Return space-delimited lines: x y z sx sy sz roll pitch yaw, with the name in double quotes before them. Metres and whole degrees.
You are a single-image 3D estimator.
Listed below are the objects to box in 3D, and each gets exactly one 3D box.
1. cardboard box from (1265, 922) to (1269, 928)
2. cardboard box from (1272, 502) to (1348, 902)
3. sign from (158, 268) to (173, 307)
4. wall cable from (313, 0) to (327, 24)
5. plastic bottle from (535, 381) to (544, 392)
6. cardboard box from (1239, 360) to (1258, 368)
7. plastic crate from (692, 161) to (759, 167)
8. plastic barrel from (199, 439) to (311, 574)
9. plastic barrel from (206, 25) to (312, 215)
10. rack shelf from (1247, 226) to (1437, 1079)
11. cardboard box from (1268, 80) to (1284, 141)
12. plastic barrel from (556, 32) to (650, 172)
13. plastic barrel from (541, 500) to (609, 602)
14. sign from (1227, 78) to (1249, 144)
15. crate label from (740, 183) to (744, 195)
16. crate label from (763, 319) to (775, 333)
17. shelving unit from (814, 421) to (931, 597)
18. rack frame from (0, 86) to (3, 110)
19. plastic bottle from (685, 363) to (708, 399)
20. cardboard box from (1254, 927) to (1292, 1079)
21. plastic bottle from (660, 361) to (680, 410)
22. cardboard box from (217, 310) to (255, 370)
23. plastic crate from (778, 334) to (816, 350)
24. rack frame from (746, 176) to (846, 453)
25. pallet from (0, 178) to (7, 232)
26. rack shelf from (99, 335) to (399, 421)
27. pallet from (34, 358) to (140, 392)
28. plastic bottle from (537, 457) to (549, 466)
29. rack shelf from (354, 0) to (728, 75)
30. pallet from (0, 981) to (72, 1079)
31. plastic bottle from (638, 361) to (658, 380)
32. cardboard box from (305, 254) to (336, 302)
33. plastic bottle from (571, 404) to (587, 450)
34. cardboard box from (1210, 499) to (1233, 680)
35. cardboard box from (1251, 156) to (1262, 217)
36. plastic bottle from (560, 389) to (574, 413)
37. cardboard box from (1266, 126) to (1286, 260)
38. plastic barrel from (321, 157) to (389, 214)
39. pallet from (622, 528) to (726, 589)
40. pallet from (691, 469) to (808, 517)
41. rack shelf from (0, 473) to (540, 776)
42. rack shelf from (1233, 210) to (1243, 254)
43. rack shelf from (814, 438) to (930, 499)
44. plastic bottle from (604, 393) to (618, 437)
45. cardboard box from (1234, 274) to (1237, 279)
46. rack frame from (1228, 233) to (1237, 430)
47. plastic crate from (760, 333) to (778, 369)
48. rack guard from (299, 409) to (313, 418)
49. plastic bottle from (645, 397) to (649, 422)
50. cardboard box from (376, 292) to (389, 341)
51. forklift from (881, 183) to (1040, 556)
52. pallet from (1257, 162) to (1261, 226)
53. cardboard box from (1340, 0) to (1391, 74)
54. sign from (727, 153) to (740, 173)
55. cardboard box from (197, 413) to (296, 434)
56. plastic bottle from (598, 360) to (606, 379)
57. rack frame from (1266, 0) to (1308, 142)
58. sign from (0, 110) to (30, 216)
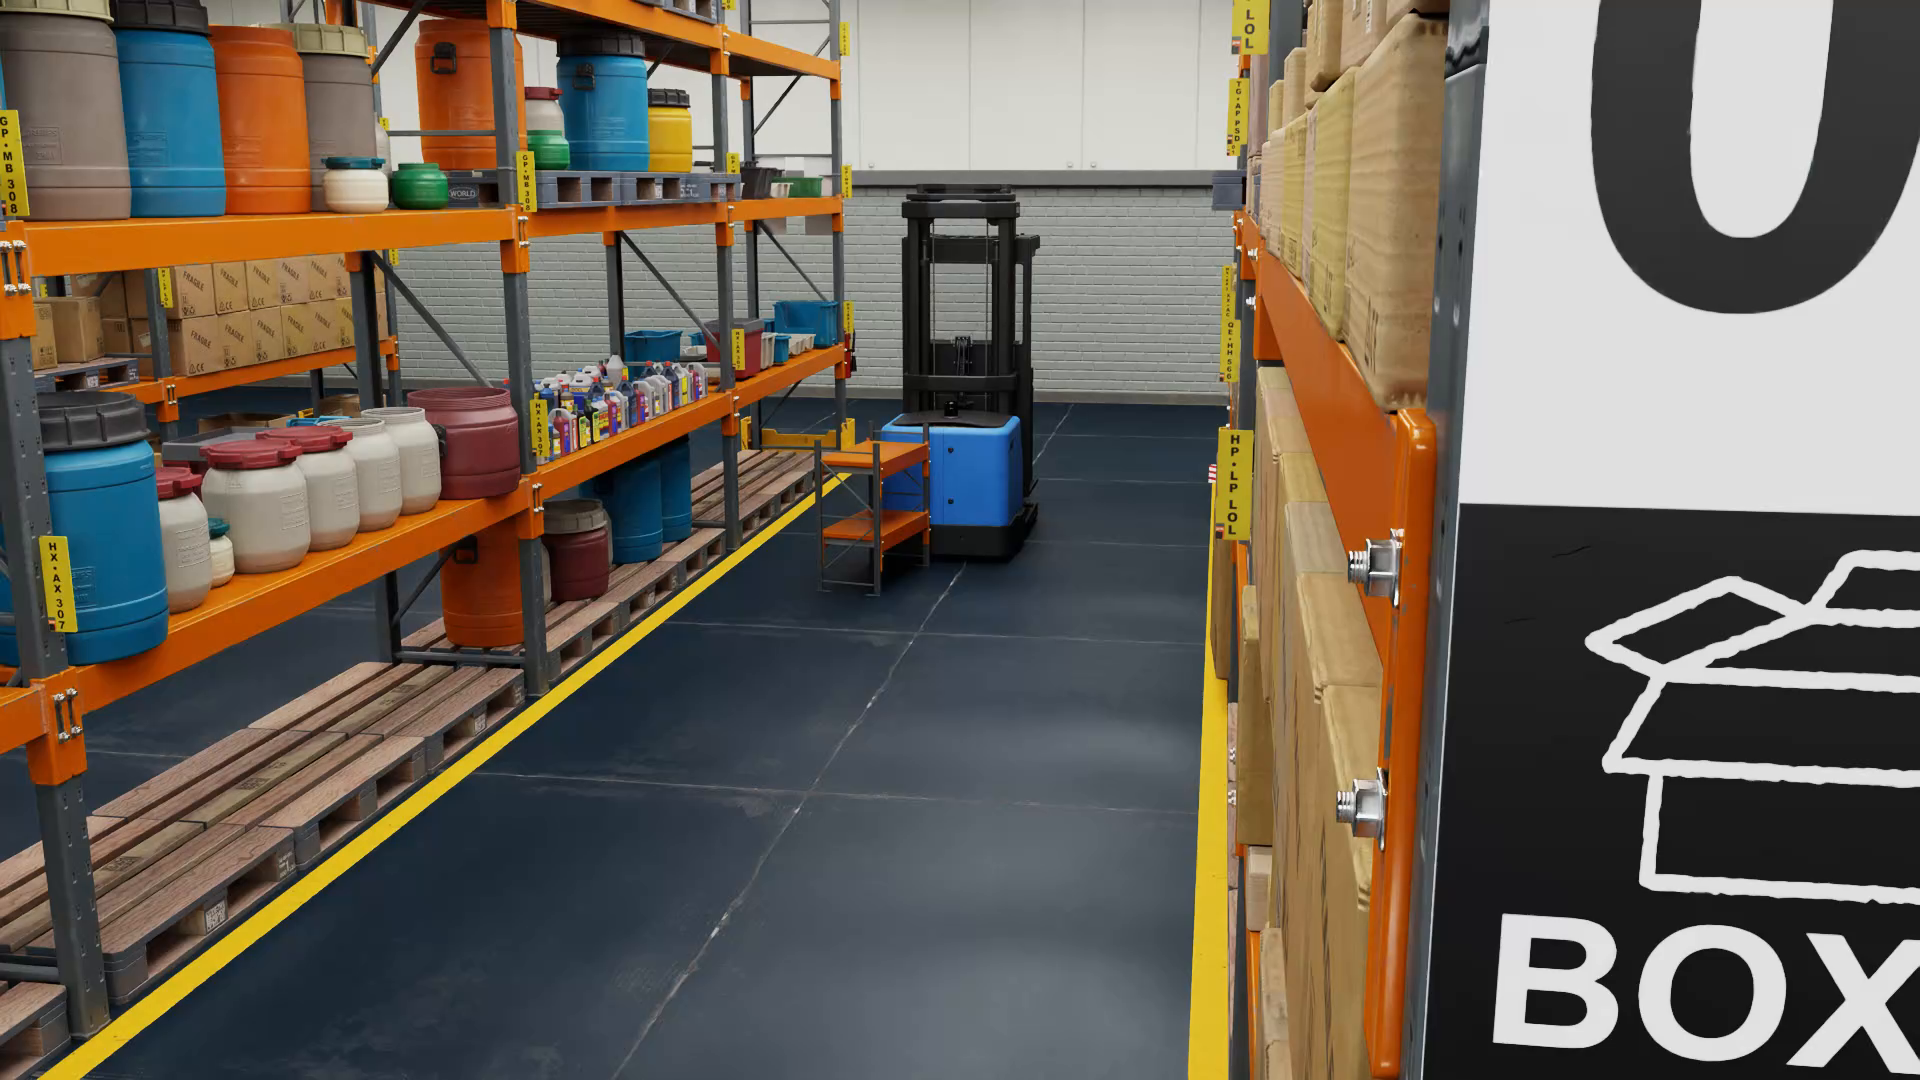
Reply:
"cardboard box" 0.804 0.894 3.323 0.380 0.149 0.250 2 12 9
"cardboard box" 0.728 0.242 2.434 0.500 0.500 0.500 2 12 9
"sign" -6.657 -2.113 13.929 0.100 0.325 0.005 2 12 9
"wall cable" -7.590 -7.518 22.901 3.097 2.526 0.112 2 12 9
"plastic bottle" -2.982 -0.992 11.780 0.097 0.271 0.097 0 12 0
"cardboard box" 2.036 -0.887 10.751 0.500 0.500 0.500 2 12 10
"plastic crate" -2.203 -3.362 15.502 0.504 0.338 0.767 2 12 9
"plastic barrel" -3.066 -0.149 7.240 0.433 0.535 0.433 0 12 0
"plastic barrel" -3.368 -1.946 7.765 0.600 0.830 0.708 2 12 9
"rack shelf" 1.044 -0.275 2.738 1.077 0.370 4.000 2 12 9
"cardboard box" 0.997 -1.107 4.300 0.380 0.149 0.250 2 12 7
"plastic barrel" -2.423 -2.959 11.298 0.600 0.901 0.708 2 12 9
"plastic barrel" -2.695 0.066 11.294 0.600 0.588 0.708 2 12 9
"sign" 1.420 -2.187 8.486 0.100 0.325 0.005 2 12 9
"crate label" -1.951 -2.833 13.523 0.293 0.136 0.466 2 12 9
"crate label" -2.060 -2.142 17.068 0.416 0.233 0.303 2 12 9
"shelving unit" -0.645 -0.259 12.526 0.538 1.125 1.048 4 13 19
"rack frame" -3.542 -2.670 5.023 1.000 3.000 0.127 2 12 9
"plastic bottle" -2.053 -1.250 12.966 0.152 0.276 0.135 2 12 9
"cardboard box" 0.807 0.840 2.033 0.875 0.500 0.500 2 12 9
"plastic bottle" -2.158 -1.138 12.272 0.144 0.351 0.185 2 12 9
"cardboard box" -6.782 -1.817 15.067 0.500 0.500 0.500 2 12 10
"plastic crate" -1.643 -1.960 16.453 0.396 0.136 0.243 2 12 9
"rack frame" -1.697 -2.235 17.246 1.000 3.000 0.127 2 12 9
"pallet" -3.557 -0.958 4.647 1.213 0.211 1.003 2 12 9
"rack shelf" -6.898 -1.629 16.138 1.077 0.370 4.000 2 12 9
"pallet" -7.436 -1.307 13.395 1.003 0.211 1.213 2 12 9
"plastic bottle" -2.541 -0.589 9.901 0.152 0.276 0.135 2 12 9
"rack shelf" -2.619 -3.372 10.936 1.077 0.370 4.000 2 12 9
"pallet" -3.687 1.764 5.306 1.003 0.211 1.213 2 12 9
"plastic bottle" -2.301 -1.143 12.294 0.144 0.351 0.185 2 12 9
"cardboard box" -6.539 -2.620 16.418 0.500 0.500 0.500 2 12 10
"plastic bottle" -2.404 -0.715 10.470 0.061 0.283 0.133 2 12 9
"cardboard box" 2.094 0.281 9.617 1.225 0.875 0.875 1 12 6
"cardboard box" 1.494 -1.499 7.064 0.500 0.250 0.500 2 12 10
"plastic bottle" -2.811 -0.980 11.894 0.097 0.201 0.097 0 12 0
"cardboard box" 0.866 -0.671 3.224 0.500 0.250 0.500 1 12 6
"plastic barrel" -2.892 -1.697 7.954 0.301 0.262 0.301 0 12 0
"pallet" -2.472 0.120 12.937 1.003 0.211 1.213 2 12 9
"pallet" -2.052 -0.449 15.574 1.003 0.211 1.213 2 12 9
"rack shelf" -3.235 0.198 7.663 1.077 0.370 4.000 2 12 9
"rack shelf" 2.275 -1.941 10.466 1.077 0.370 4.000 2 12 9
"rack shelf" -0.645 -0.545 12.464 0.538 0.278 1.000 4 13 19
"plastic bottle" -2.318 -0.832 11.010 0.061 0.283 0.133 2 12 9
"cardboard box" 2.470 -1.889 13.511 0.500 0.500 0.500 2 12 9
"rack frame" 3.197 -2.075 16.501 1.000 3.000 0.127 2 12 9
"plastic crate" -1.895 -1.686 14.836 0.437 0.282 0.530 2 12 9
"rack guard" -6.602 -1.159 18.184 1.175 0.500 0.348 2 12 9
"plastic bottle" -2.234 -0.931 11.664 0.097 0.201 0.097 0 12 0
"cardboard box" -6.390 -2.344 17.510 0.500 0.500 0.500 2 12 10
"forklift" 0.094 -1.564 14.293 1.130 2.935 3.031 2 12 8
"pallet" 1.552 -1.077 5.194 1.213 0.211 1.003 2 12 9
"cardboard box" 0.561 -0.511 1.534 0.380 0.149 0.250 1 12 6
"sign" -1.769 -2.855 12.981 0.100 0.325 0.005 2 12 9
"cardboard box" -6.922 -0.950 16.163 0.797 0.503 0.637 2 12 9
"plastic bottle" -2.810 -1.255 12.976 0.061 0.283 0.133 2 12 9
"rack frame" 1.352 -2.510 4.278 1.000 3.000 0.127 2 12 9
"sign" -3.000 -1.188 5.245 0.100 0.325 0.005 2 12 9
